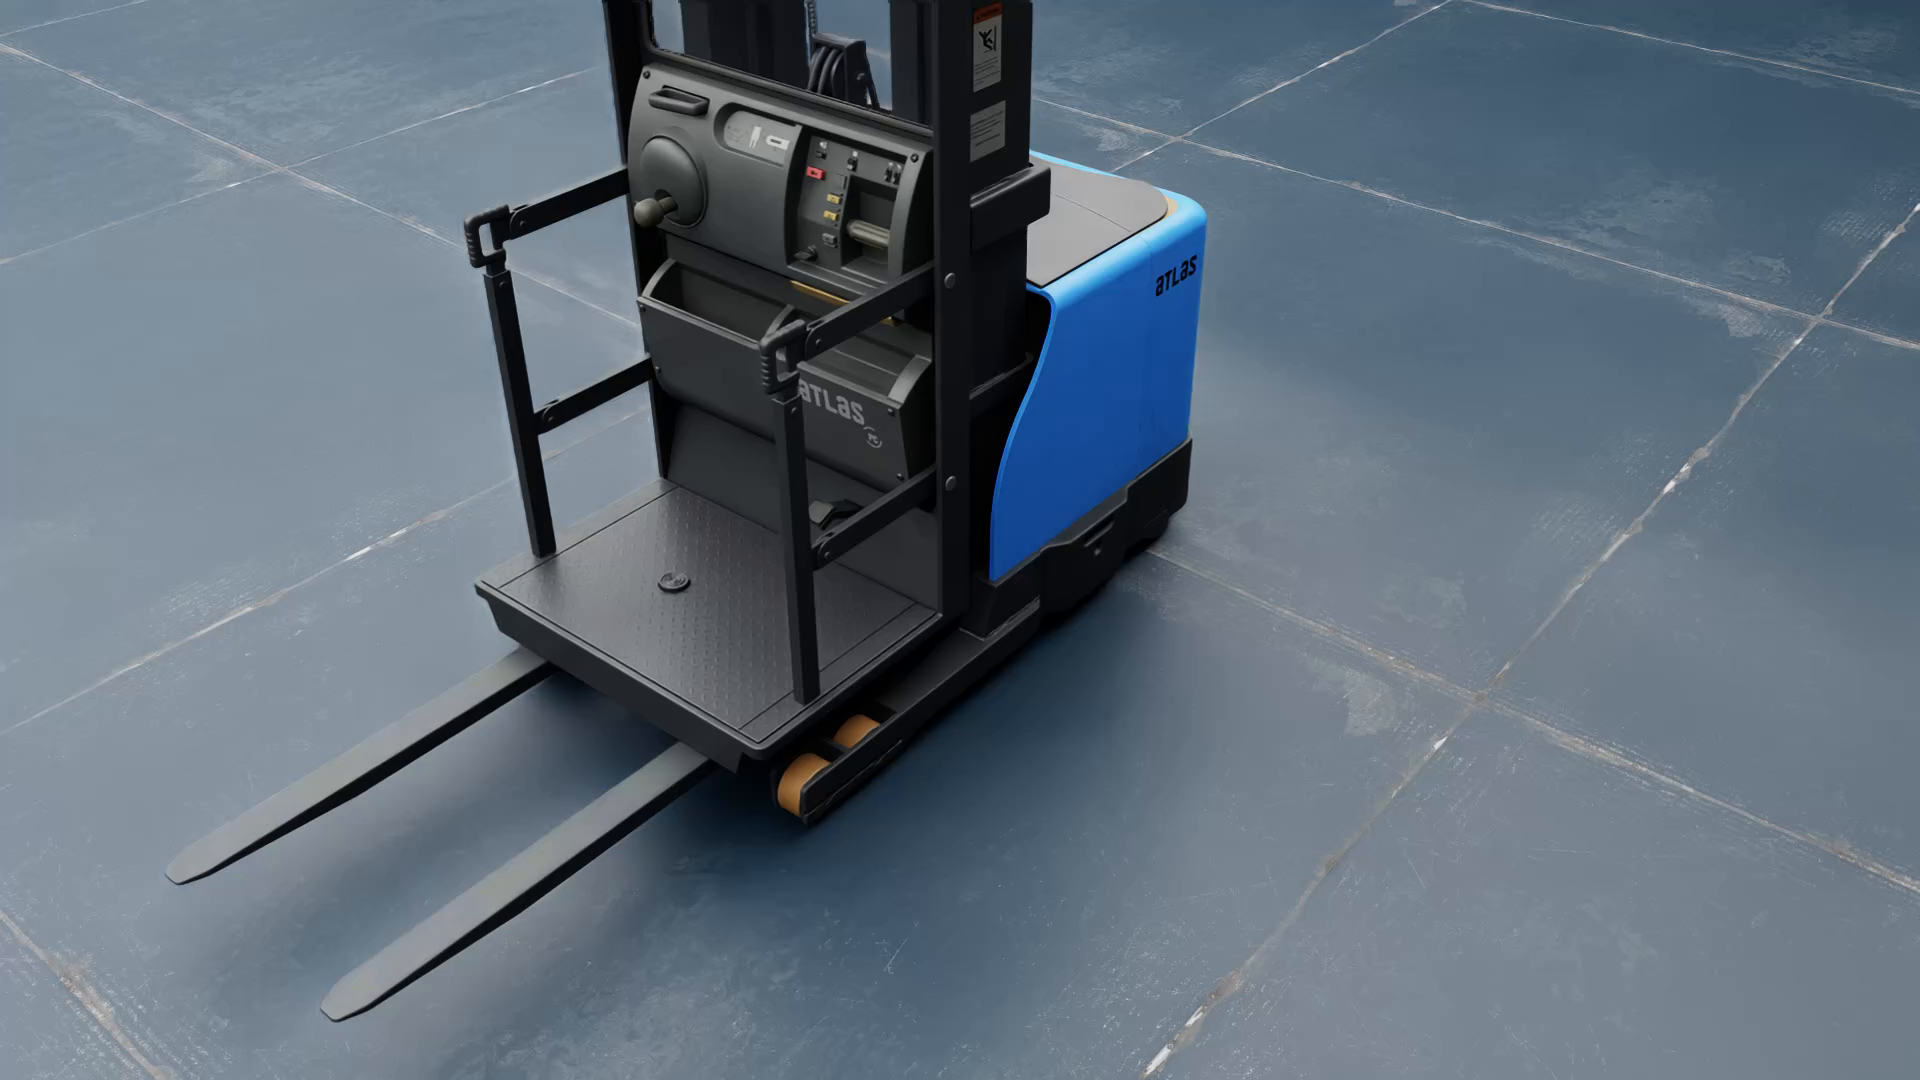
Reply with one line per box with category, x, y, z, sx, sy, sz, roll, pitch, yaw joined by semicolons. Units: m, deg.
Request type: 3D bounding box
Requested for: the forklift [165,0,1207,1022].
forklift;-0.590;-0.819;3.854;1.130;2.935;3.031;25;41;31
